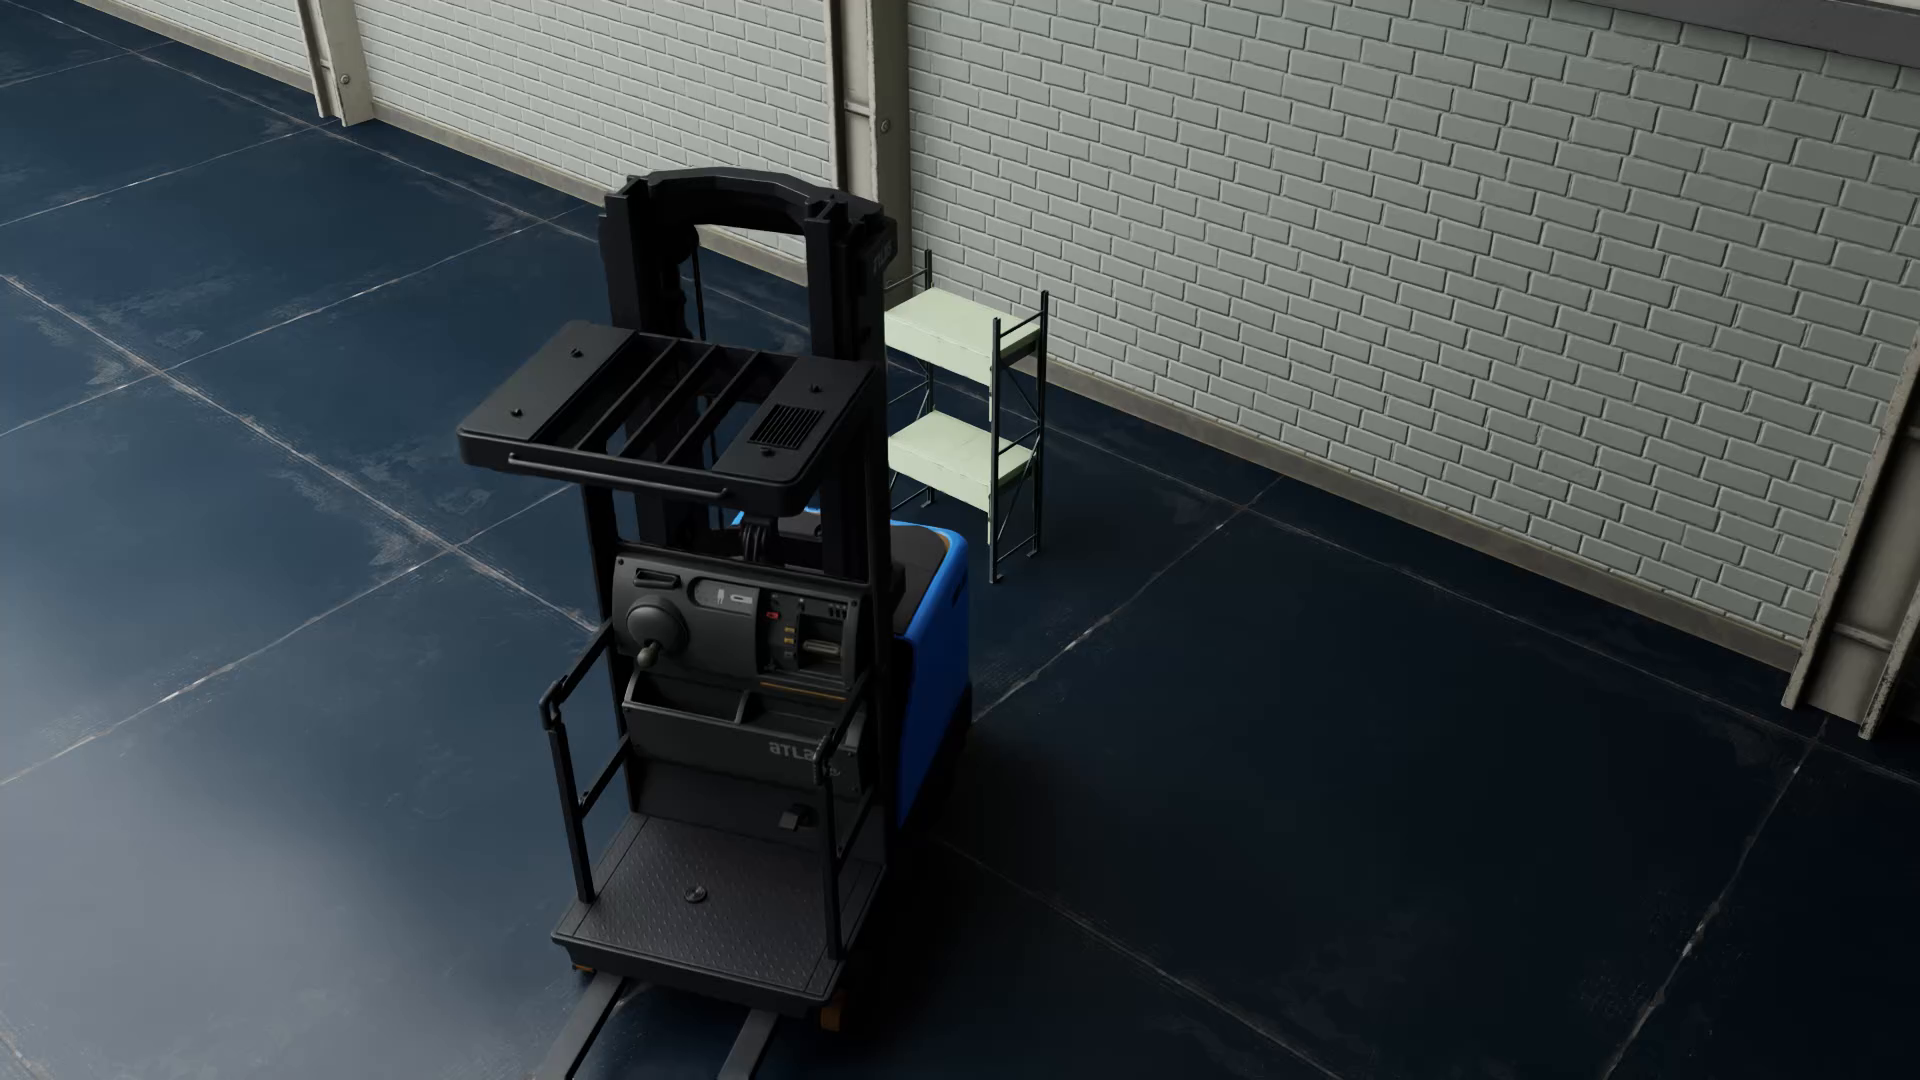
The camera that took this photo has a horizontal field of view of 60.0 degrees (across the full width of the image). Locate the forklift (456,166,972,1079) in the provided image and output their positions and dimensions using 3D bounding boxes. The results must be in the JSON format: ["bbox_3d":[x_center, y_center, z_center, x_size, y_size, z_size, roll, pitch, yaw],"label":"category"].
[{"bbox_3d":[-0.853,0.364,5.713,1.130,2.935,3.031,9,36,13],"label":"forklift"}]

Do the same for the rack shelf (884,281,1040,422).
[{"bbox_3d":[0.005,-0.938,8.183,0.720,0.370,0.431,25,42,32],"label":"rack shelf"}]

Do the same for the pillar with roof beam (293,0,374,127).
[{"bbox_3d":[-7.918,-5.413,8.765,0.400,9.000,9.100,25,42,32],"label":"pillar with roof beam"}]

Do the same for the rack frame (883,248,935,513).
[{"bbox_3d":[-0.276,-0.748,8.597,0.023,1.500,0.400,25,42,32],"label":"rack frame"}]

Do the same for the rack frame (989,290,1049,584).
[{"bbox_3d":[0.286,-0.483,8.211,0.023,1.500,0.400,25,42,32],"label":"rack frame"}]

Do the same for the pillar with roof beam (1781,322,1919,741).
[{"bbox_3d":[1.305,-1.066,2.436,0.400,9.000,9.100,25,42,32],"label":"pillar with roof beam"}]

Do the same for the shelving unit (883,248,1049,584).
[{"bbox_3d":[0.005,-0.616,8.404,0.755,1.500,0.431,25,42,32],"label":"shelving unit"}]

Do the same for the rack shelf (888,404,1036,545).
[{"bbox_3d":[0.005,-0.347,8.589,0.720,0.370,0.431,25,42,32],"label":"rack shelf"}]

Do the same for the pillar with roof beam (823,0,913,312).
[{"bbox_3d":[-3.306,-3.240,5.600,0.400,9.000,9.100,25,42,32],"label":"pillar with roof beam"}]
